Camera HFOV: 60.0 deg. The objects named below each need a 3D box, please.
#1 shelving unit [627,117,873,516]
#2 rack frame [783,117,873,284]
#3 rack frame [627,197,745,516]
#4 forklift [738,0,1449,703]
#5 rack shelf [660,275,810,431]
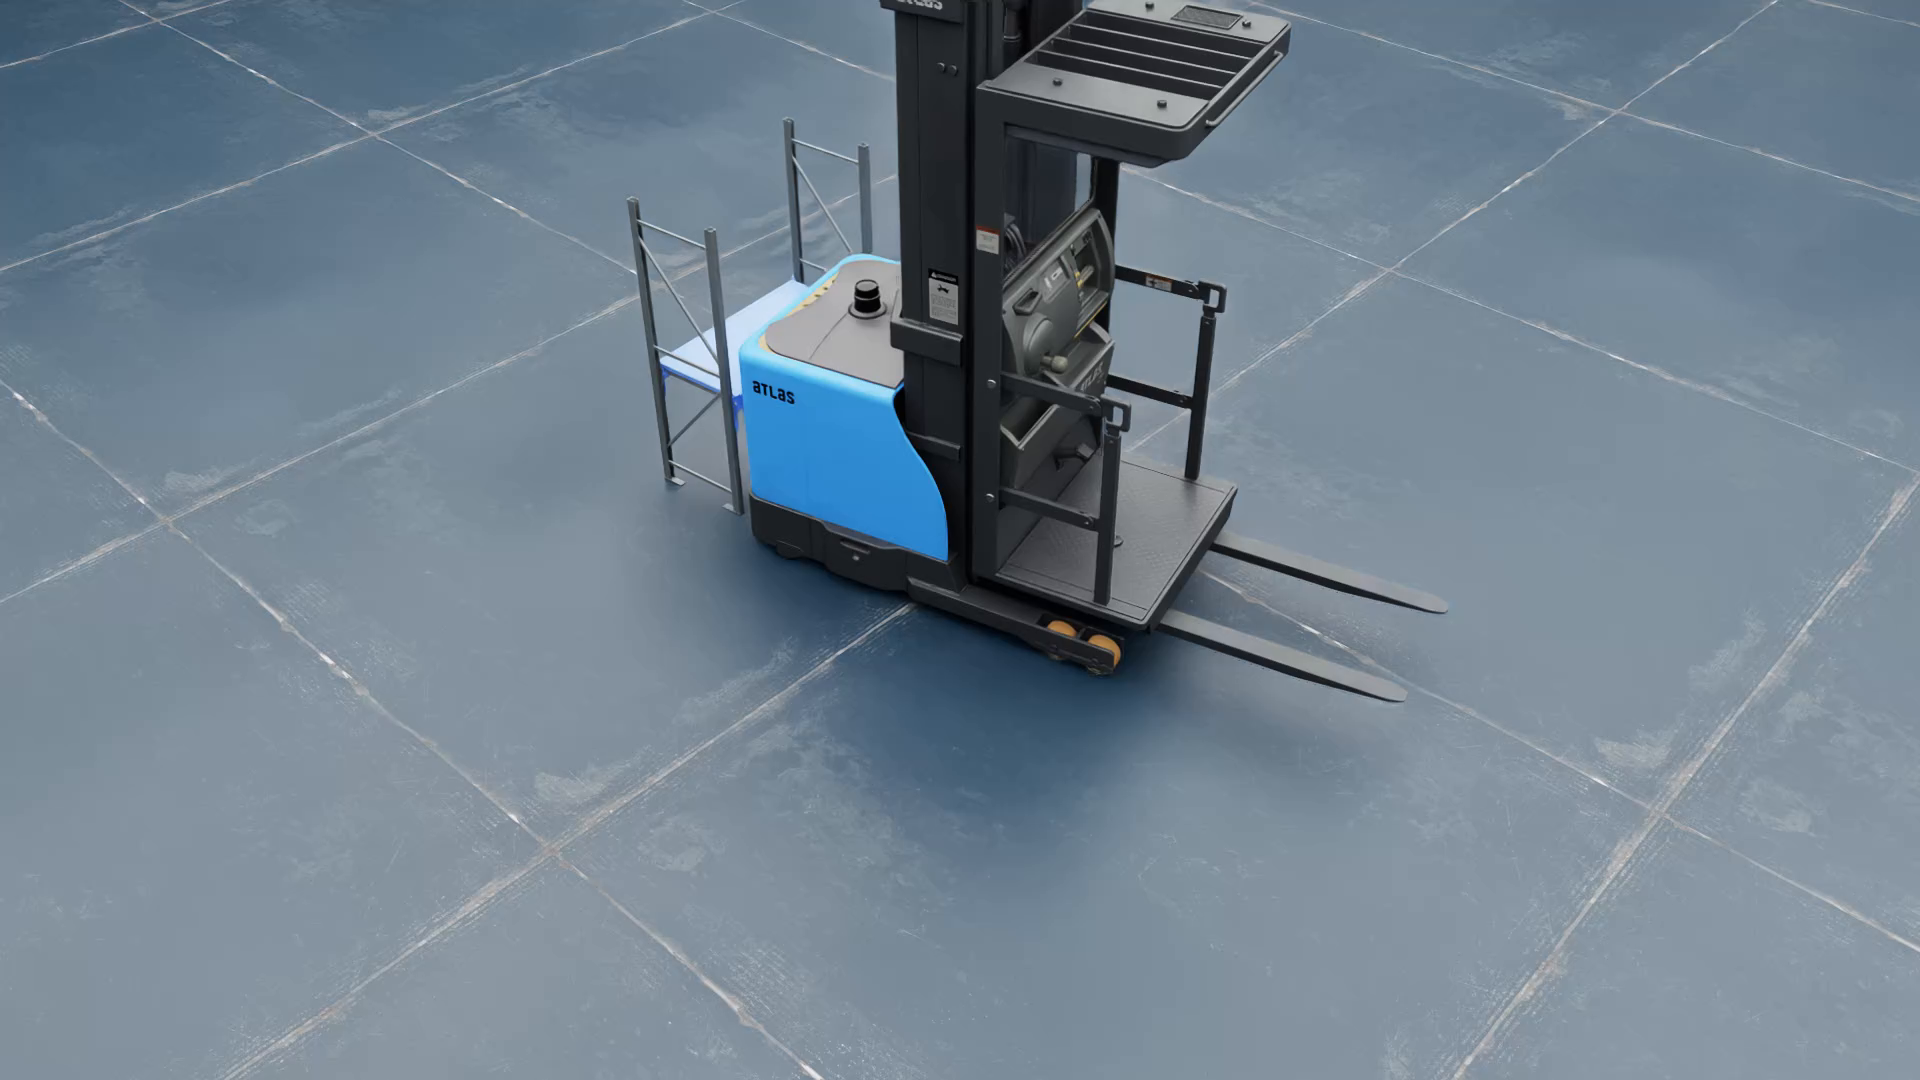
[{"bbox_3d":[-0.930,-1.057,7.874,0.538,1.500,1.048,25,45,28],"label":"shelving unit"},{"bbox_3d":[-0.626,-1.310,8.193,0.500,1.500,0.032,25,45,28],"label":"rack frame"},{"bbox_3d":[-1.234,-0.803,7.555,0.500,1.500,0.032,25,45,28],"label":"rack frame"},{"bbox_3d":[0.582,-0.958,6.600,3.031,2.935,1.130,18,42,22],"label":"forklift"},{"bbox_3d":[-0.930,-0.916,7.986,0.538,0.185,1.000,25,45,28],"label":"rack shelf"}]
